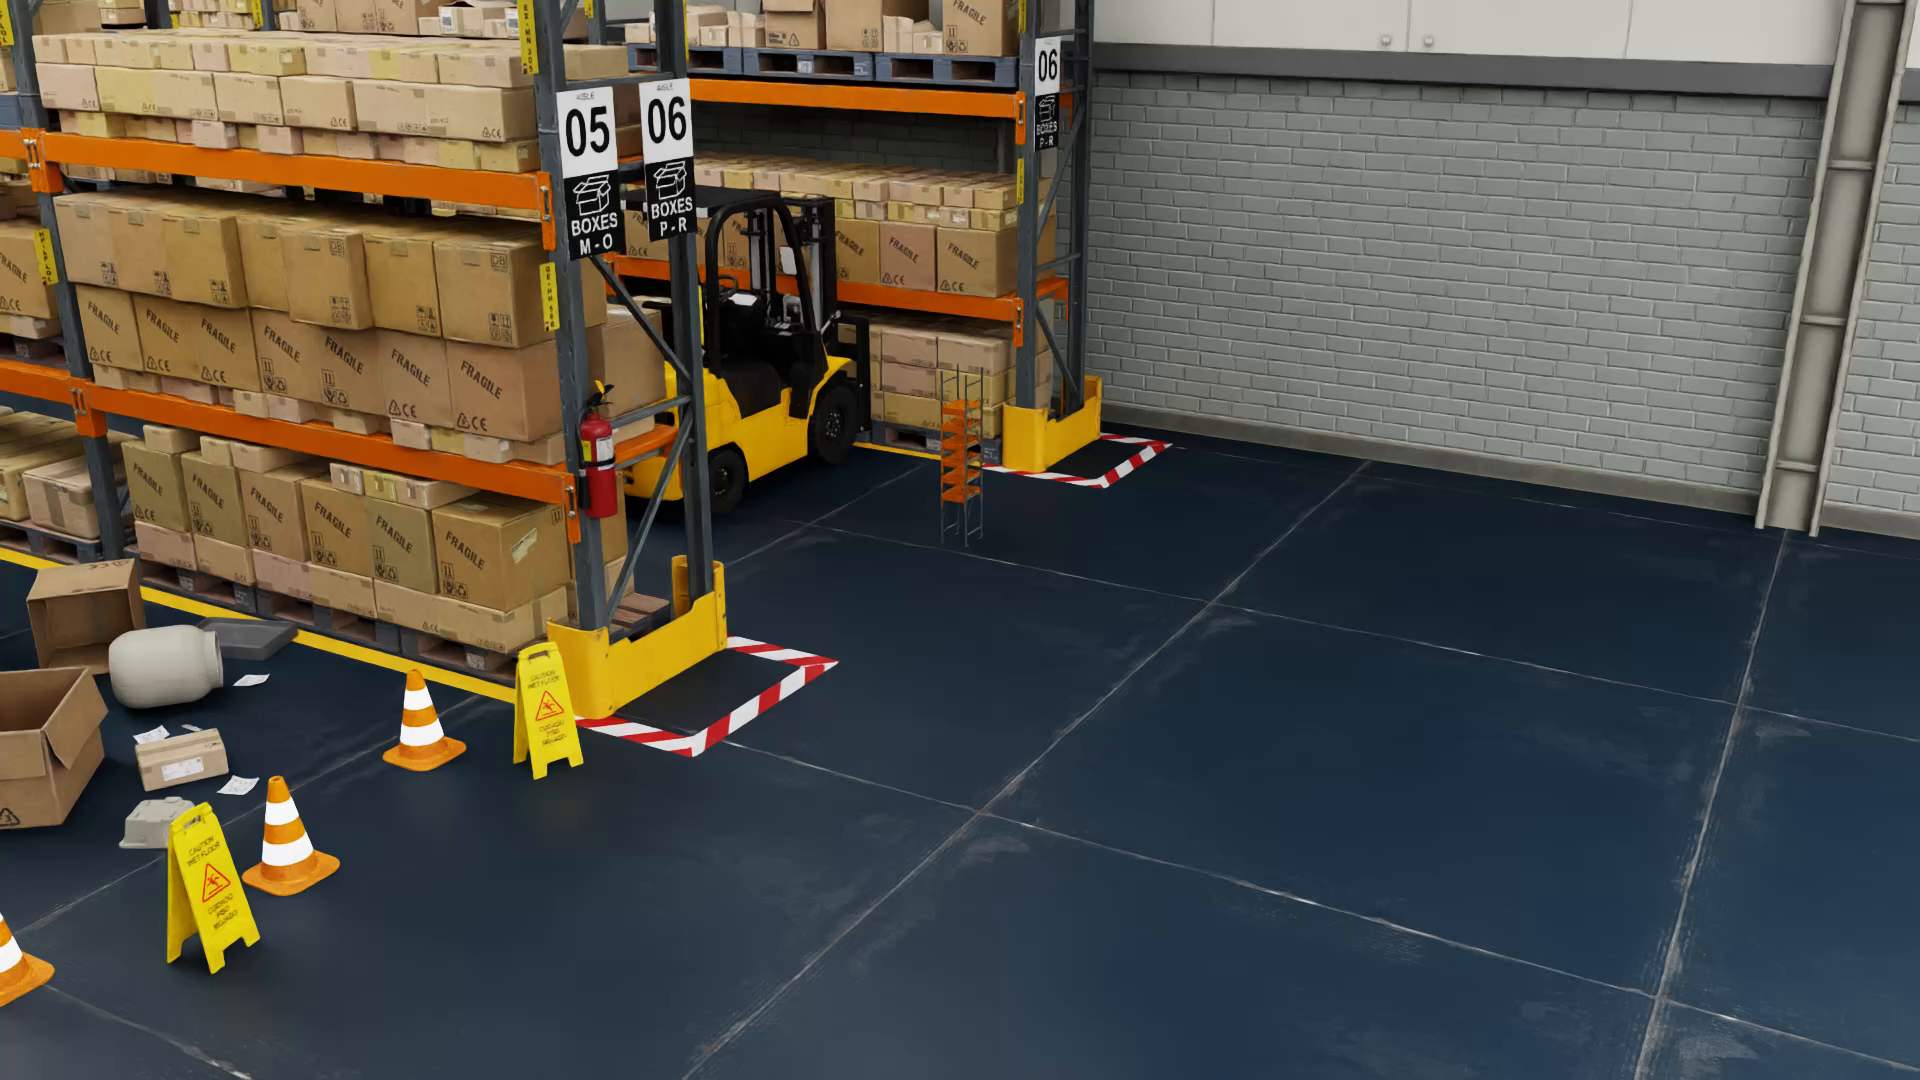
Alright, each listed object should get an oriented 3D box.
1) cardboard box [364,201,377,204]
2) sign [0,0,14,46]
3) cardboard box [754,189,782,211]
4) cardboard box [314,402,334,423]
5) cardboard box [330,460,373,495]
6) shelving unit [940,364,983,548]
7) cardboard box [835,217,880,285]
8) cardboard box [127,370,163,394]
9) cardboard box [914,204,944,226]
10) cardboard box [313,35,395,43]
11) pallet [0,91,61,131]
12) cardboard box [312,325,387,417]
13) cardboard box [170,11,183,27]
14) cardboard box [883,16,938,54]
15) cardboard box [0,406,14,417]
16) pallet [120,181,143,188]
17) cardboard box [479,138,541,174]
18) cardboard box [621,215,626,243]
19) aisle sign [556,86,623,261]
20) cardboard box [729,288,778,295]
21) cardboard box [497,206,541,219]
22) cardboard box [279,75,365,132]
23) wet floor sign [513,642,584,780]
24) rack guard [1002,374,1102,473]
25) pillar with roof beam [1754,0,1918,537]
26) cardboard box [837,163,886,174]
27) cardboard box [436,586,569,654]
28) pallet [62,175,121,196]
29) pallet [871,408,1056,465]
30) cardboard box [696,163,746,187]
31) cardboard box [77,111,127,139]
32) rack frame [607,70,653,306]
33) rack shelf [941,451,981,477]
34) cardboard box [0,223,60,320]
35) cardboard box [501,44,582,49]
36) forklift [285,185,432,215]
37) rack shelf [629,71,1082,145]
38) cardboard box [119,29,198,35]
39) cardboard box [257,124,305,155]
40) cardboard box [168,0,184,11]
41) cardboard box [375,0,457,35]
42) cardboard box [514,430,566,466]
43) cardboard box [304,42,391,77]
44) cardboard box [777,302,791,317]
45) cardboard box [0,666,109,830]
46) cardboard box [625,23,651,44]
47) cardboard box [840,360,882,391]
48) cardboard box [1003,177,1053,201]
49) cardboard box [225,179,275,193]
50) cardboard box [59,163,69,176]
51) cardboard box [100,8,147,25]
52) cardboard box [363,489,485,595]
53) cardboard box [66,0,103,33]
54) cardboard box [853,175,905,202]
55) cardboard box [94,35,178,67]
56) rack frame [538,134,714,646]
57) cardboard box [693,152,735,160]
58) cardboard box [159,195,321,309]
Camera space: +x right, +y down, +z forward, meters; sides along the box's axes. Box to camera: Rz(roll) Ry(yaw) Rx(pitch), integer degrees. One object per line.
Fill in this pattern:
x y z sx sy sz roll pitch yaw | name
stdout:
-5.559 -3.152 15.876 0.500 0.250 0.500 10 22 26 | cardboard box
-5.457 -2.983 9.456 0.005 0.325 0.100 11 23 27 | sign
-1.518 -2.788 13.555 0.250 0.149 0.380 10 22 26 | cardboard box
-3.453 -0.786 9.501 0.250 0.149 0.380 11 23 27 | cardboard box
-3.324 -0.392 9.411 0.250 0.149 0.380 12 23 30 | cardboard box
0.013 -0.562 11.154 0.189 1.200 0.258 11 23 27 | shelving unit
-0.733 -2.349 13.294 0.500 0.500 0.500 10 22 26 | cardboard box
-4.825 -1.018 10.142 0.250 0.149 0.380 12 23 29 | cardboard box
-0.153 -2.545 12.884 0.250 0.149 0.380 11 23 28 | cardboard box
-3.406 -2.760 9.376 0.250 0.149 0.380 11 23 28 | cardboard box
-5.676 -2.767 10.471 1.003 0.211 1.213 11 23 27 | pallet
-3.175 -1.009 9.166 0.500 0.500 0.500 11 23 27 | cardboard box
-7.556 -5.153 16.409 0.250 0.149 0.380 11 23 28 | cardboard box
-0.372 -3.805 12.491 0.258 0.266 0.396 11 23 27 | cardboard box
-7.545 -0.721 12.191 0.625 0.372 0.950 10 22 26 | cardboard box
-7.964 -3.686 17.409 1.213 0.211 1.003 11 23 27 | pallet
-2.145 -1.914 8.211 0.250 0.149 0.380 11 23 28 | cardboard box
-3.073 -2.882 15.132 0.500 0.250 0.500 11 23 28 | cardboard box
-1.784 -1.771 8.036 0.004 0.787 0.394 11 23 27 | aisle sign
-1.798 -2.060 14.595 0.500 0.250 0.500 10 22 27 | cardboard box
-3.778 -3.042 14.840 0.500 0.250 0.500 10 22 26 | cardboard box
-3.169 -2.299 8.688 0.500 0.250 0.500 12 23 29 | cardboard box
-2.053 0.811 8.182 0.267 0.644 0.232 -16 26 -38 | wet floor sign
0.741 -0.945 13.236 0.348 0.500 1.175 11 23 27 | rack guard
3.691 -3.049 6.573 0.400 9.000 9.100 11 23 27 | pillar with roof beam
-0.805 -3.001 13.705 0.250 0.149 0.380 11 23 28 | cardboard box
-2.555 0.391 9.304 0.500 0.250 0.500 11 23 27 | cardboard box
-9.111 -3.864 17.899 1.213 0.211 1.003 11 23 27 | pallet
0.032 -0.928 13.613 1.213 0.211 1.003 11 23 27 | pallet
-1.964 -3.010 13.729 0.250 0.149 0.380 11 23 28 | cardboard box
-4.836 -2.417 9.599 0.250 0.149 0.380 11 23 27 | cardboard box
-2.772 -2.789 14.655 0.127 3.000 1.000 11 23 27 | rack frame
0.013 -0.520 11.169 0.180 0.103 0.258 11 23 27 | rack shelf
-5.704 -1.703 10.464 0.500 0.500 0.500 10 22 26 | cardboard box
-2.136 -2.469 8.574 0.250 0.149 0.380 11 23 27 | cardboard box
-4.900 -2.132 12.944 3.031 2.935 1.130 9 22 23 | forklift
-1.026 -3.528 13.349 4.000 0.370 1.077 11 23 27 | rack shelf
-4.806 -2.990 10.009 0.250 0.149 0.380 11 23 28 | cardboard box
-3.508 -2.156 8.879 0.250 0.149 0.380 10 22 27 | cardboard box
-7.619 -5.265 16.280 0.250 0.149 0.380 10 22 26 | cardboard box
-4.862 -4.793 14.873 0.500 0.500 0.500 11 23 29 | cardboard box
-2.128 -0.526 8.785 0.250 0.149 0.380 12 23 29 | cardboard box
-3.196 -2.524 8.724 0.250 0.149 0.380 10 22 26 | cardboard box
-1.621 -1.823 13.941 0.500 0.250 0.500 12 23 29 | cardboard box
-4.465 0.990 7.899 0.637 0.503 0.797 -4 20 -10 | cardboard box
-2.528 -4.160 13.643 0.250 0.149 0.380 11 23 28 | cardboard box
-0.750 -1.418 13.558 0.500 0.250 0.500 10 22 26 | cardboard box
0.531 -2.735 12.972 0.250 0.149 0.380 10 22 26 | cardboard box
-7.024 -3.529 16.446 0.250 0.149 0.380 11 23 28 | cardboard box
-9.443 -4.217 17.829 0.500 0.500 0.700 11 23 29 | cardboard box
-8.334 -5.240 16.618 0.250 0.149 0.380 11 23 28 | cardboard box
-2.981 -0.044 9.405 0.500 0.500 0.500 12 23 29 | cardboard box
-5.944 -3.379 10.754 0.500 0.250 0.500 10 22 26 | cardboard box
-0.630 -2.753 13.023 0.250 0.149 0.380 11 23 29 | cardboard box
-4.606 -2.747 9.339 0.250 0.149 0.380 10 22 26 | cardboard box
-1.697 -0.645 8.746 0.127 3.000 1.000 11 23 27 | rack frame
-2.147 -3.264 14.429 0.250 0.149 0.380 10 22 26 | cardboard box
-4.050 -1.647 9.457 0.500 0.500 0.700 10 22 26 | cardboard box
